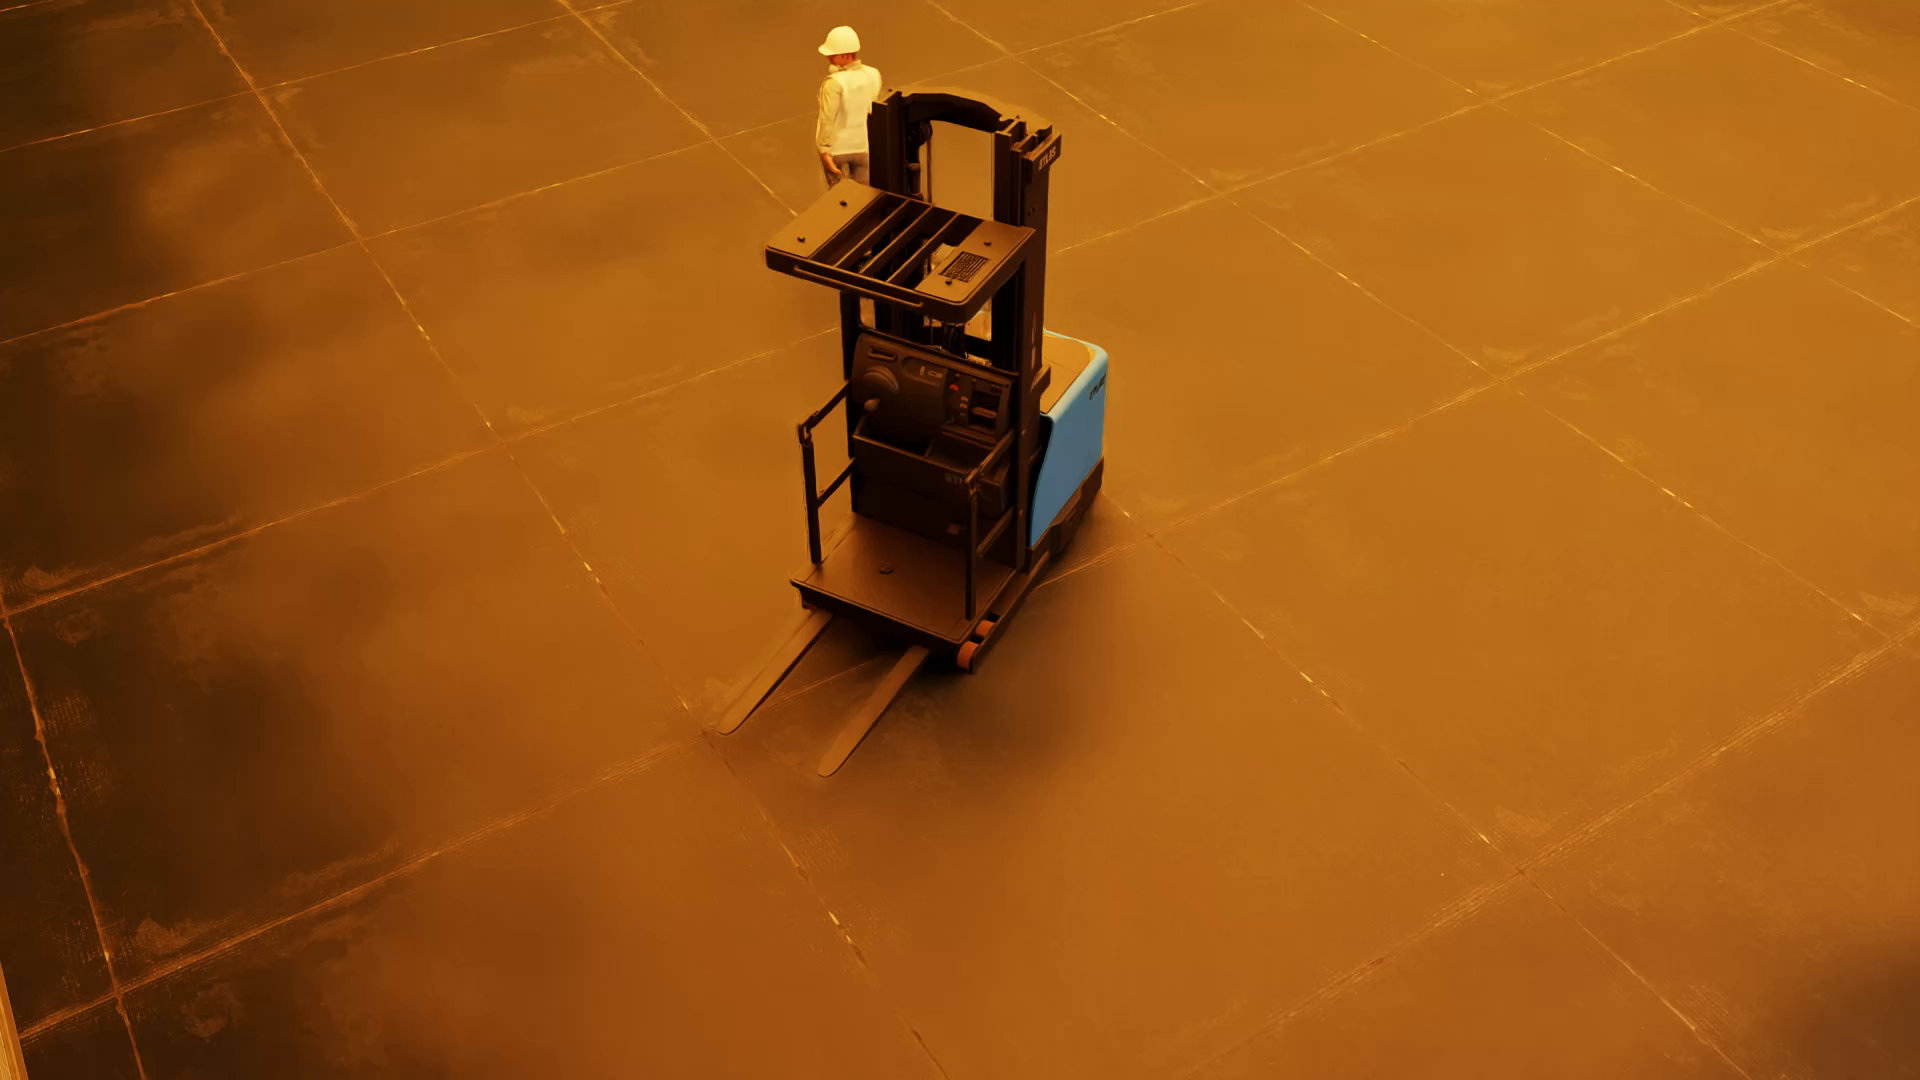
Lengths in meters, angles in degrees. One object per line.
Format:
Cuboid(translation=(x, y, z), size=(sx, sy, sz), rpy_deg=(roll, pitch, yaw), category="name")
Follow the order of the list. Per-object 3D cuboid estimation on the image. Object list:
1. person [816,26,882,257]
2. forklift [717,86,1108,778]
Cuboid(translation=(-0.827, -2.958, 12.212), size=(0.554, 1.708, 0.950), rpy_deg=(-10, 42, -11), category="person")
Cuboid(translation=(-0.254, -0.718, 8.692), size=(1.130, 2.935, 3.031), rpy_deg=(19, 45, 21), category="forklift")
